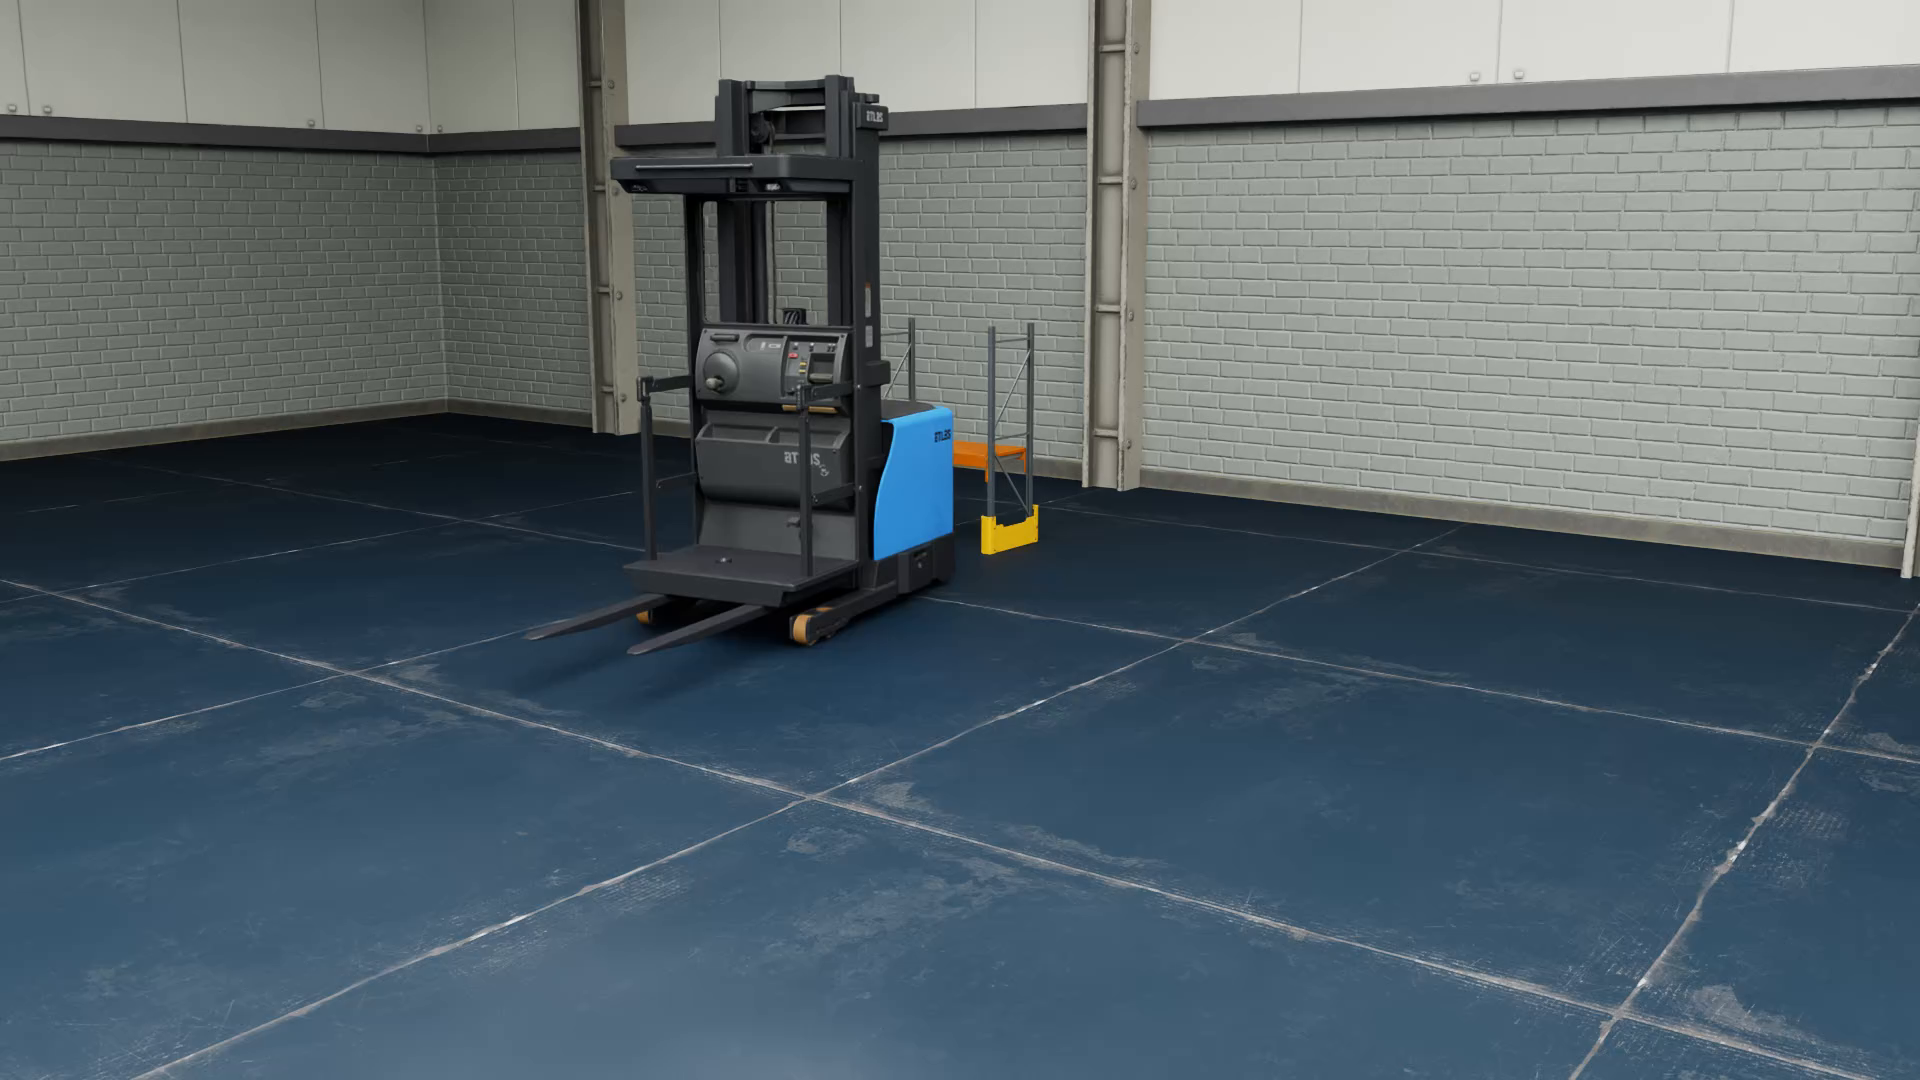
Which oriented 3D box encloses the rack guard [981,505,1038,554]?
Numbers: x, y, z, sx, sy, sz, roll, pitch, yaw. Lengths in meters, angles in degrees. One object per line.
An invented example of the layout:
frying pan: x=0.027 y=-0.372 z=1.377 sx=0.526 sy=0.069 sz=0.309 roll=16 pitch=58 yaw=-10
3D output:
rack guard: x=0.340 y=-0.075 z=11.261 sx=0.087 sy=0.250 sz=0.587 roll=8 pitch=13 yaw=36

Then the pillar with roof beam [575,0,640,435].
pillar with roof beam: x=-6.124 y=-4.878 z=13.054 sx=0.400 sy=9.000 sz=9.100 roll=8 pitch=13 yaw=36

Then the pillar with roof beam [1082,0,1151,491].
pillar with roof beam: x=-1.288 y=-4.204 z=9.567 sx=0.400 sy=9.000 sz=9.100 roll=8 pitch=13 yaw=36

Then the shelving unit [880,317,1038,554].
shelving unit: x=-0.061 y=-0.745 z=11.432 sx=1.083 sy=1.500 sz=0.587 roll=8 pitch=13 yaw=36

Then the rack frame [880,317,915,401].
rack frame: x=-0.478 y=-0.803 z=11.732 sx=0.032 sy=1.500 sz=0.500 roll=8 pitch=13 yaw=36

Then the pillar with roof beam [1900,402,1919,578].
pillar with roof beam: x=3.548 y=-3.529 z=6.080 sx=0.400 sy=9.000 sz=9.100 roll=8 pitch=13 yaw=36

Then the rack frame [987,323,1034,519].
rack frame: x=0.341 y=-0.689 z=11.141 sx=0.032 sy=1.500 sz=0.500 roll=8 pitch=13 yaw=36

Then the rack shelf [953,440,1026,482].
rack shelf: x=-0.069 y=-0.569 z=11.471 sx=1.000 sy=0.185 sz=0.538 roll=8 pitch=13 yaw=36

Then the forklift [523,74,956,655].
forklift: x=-1.125 y=-0.982 z=8.890 sx=1.130 sy=2.935 sz=3.031 roll=5 pitch=12 yaw=25
